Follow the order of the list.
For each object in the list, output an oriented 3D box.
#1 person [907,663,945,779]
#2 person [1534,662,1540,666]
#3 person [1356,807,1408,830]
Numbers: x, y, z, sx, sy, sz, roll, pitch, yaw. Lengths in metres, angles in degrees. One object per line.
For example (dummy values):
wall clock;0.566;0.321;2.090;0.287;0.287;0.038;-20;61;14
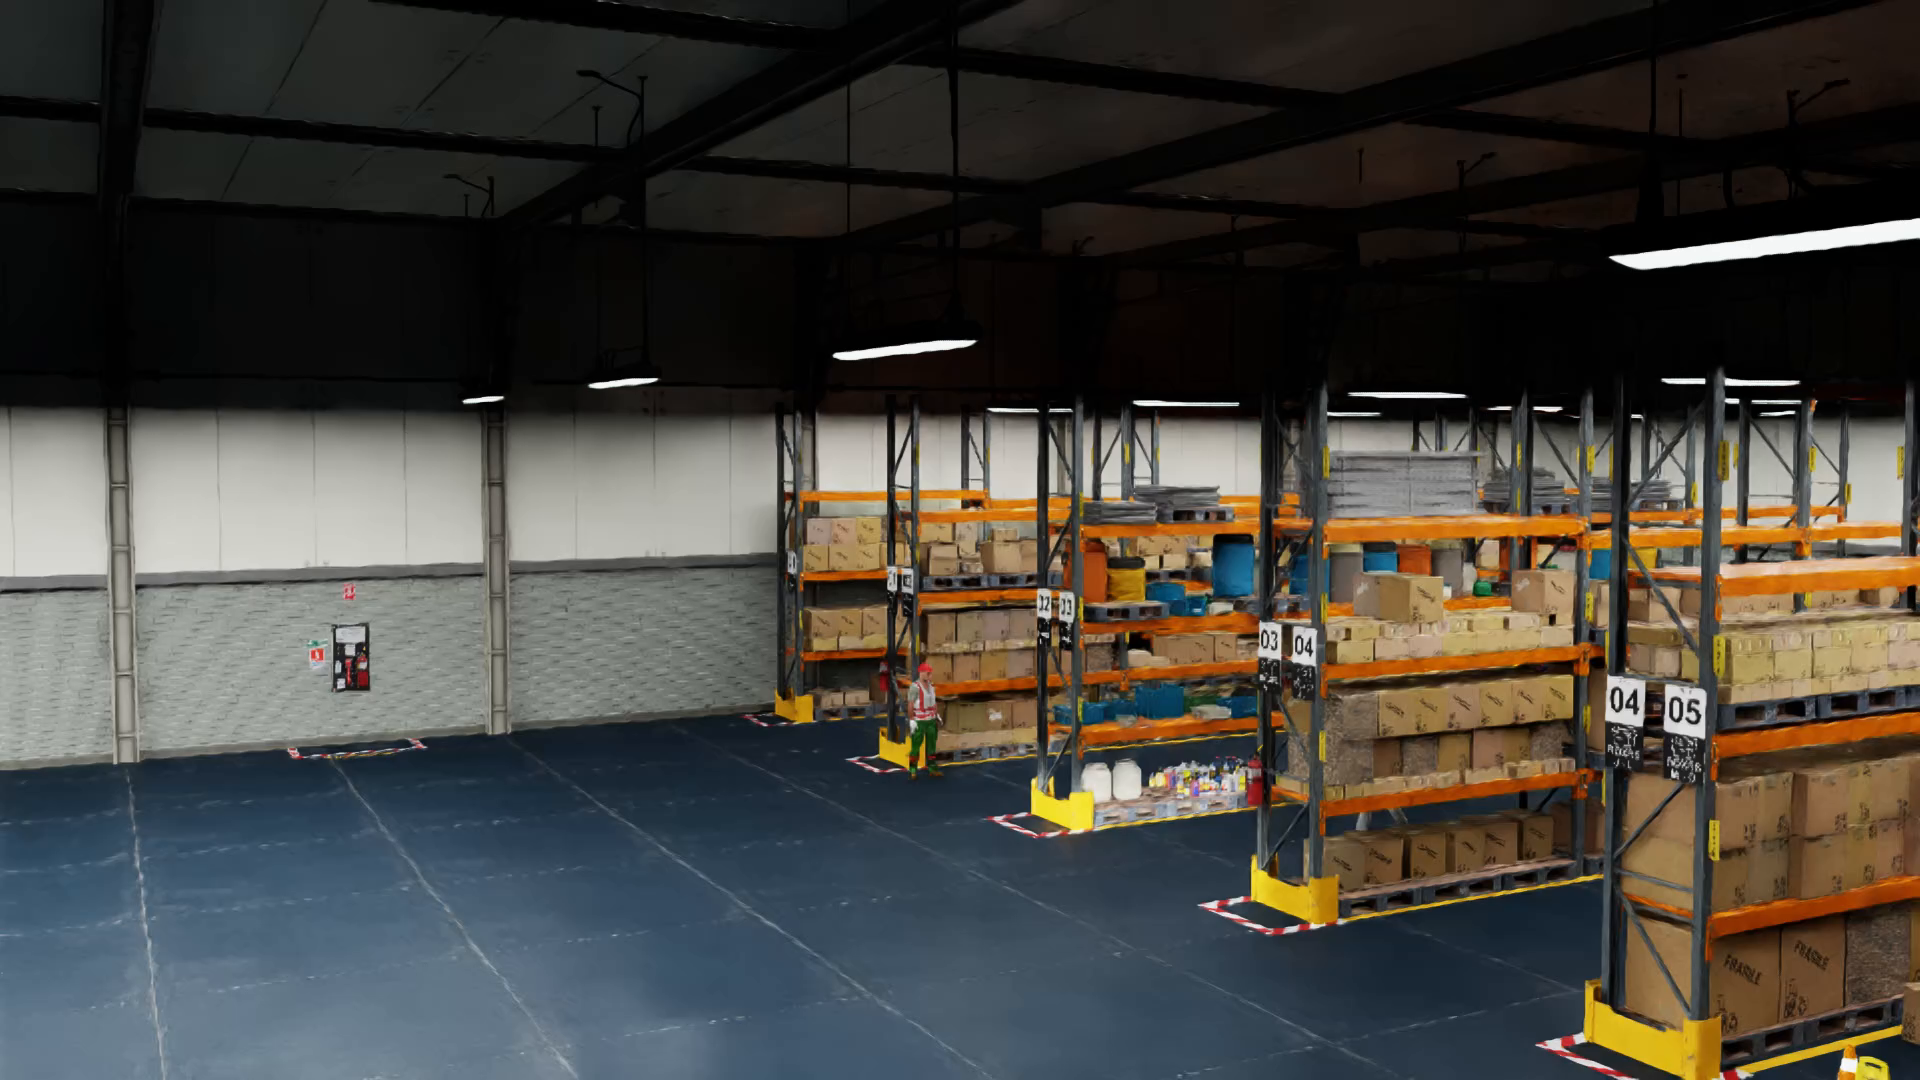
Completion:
person;-0.526;2.791;25.757;0.625;1.792;0.468;-3;5;-45
person;12.751;2.158;37.280;0.682;1.781;0.525;0;3;-1
person;5.383;3.100;21.339;1.043;1.716;0.589;-2;4;-29
